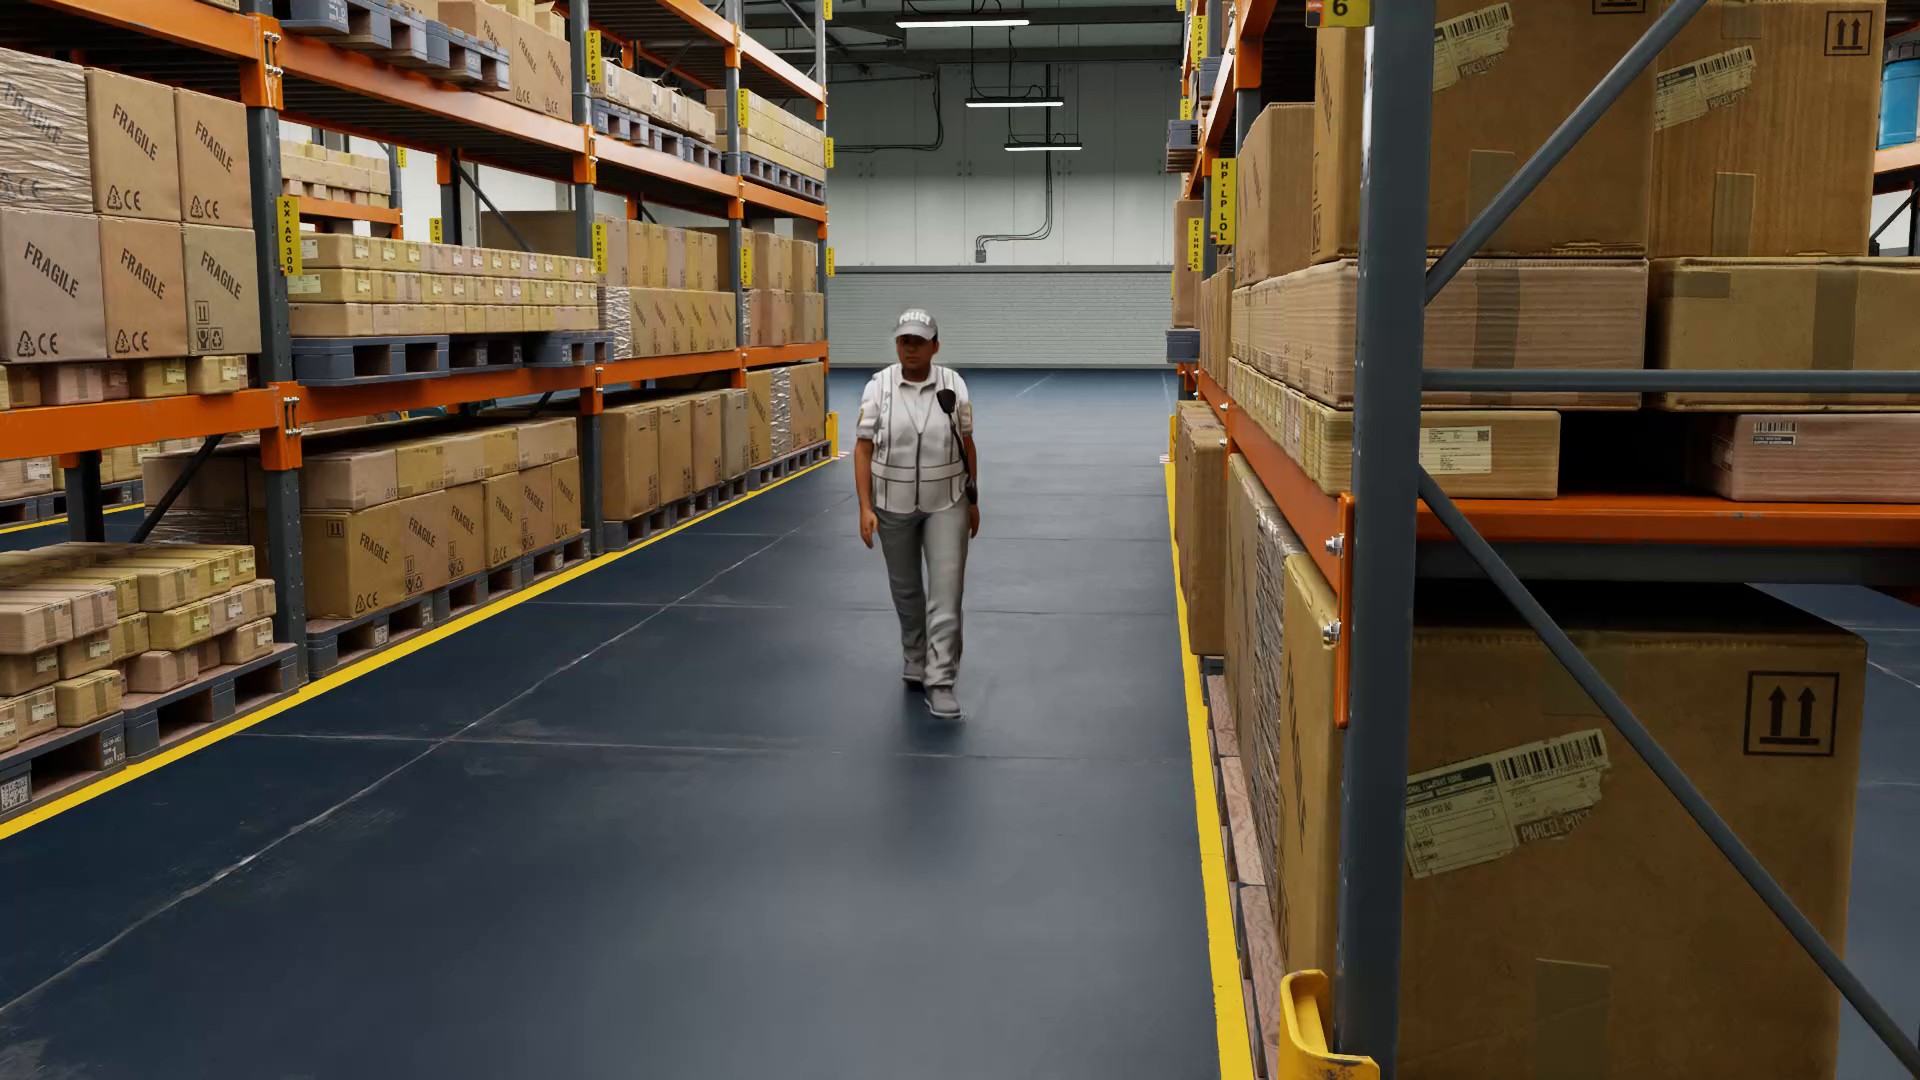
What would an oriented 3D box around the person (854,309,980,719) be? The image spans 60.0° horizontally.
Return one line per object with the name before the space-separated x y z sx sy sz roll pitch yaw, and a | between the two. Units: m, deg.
person | -0.182 -0.145 6.835 0.506 1.598 0.963 1 8 4
